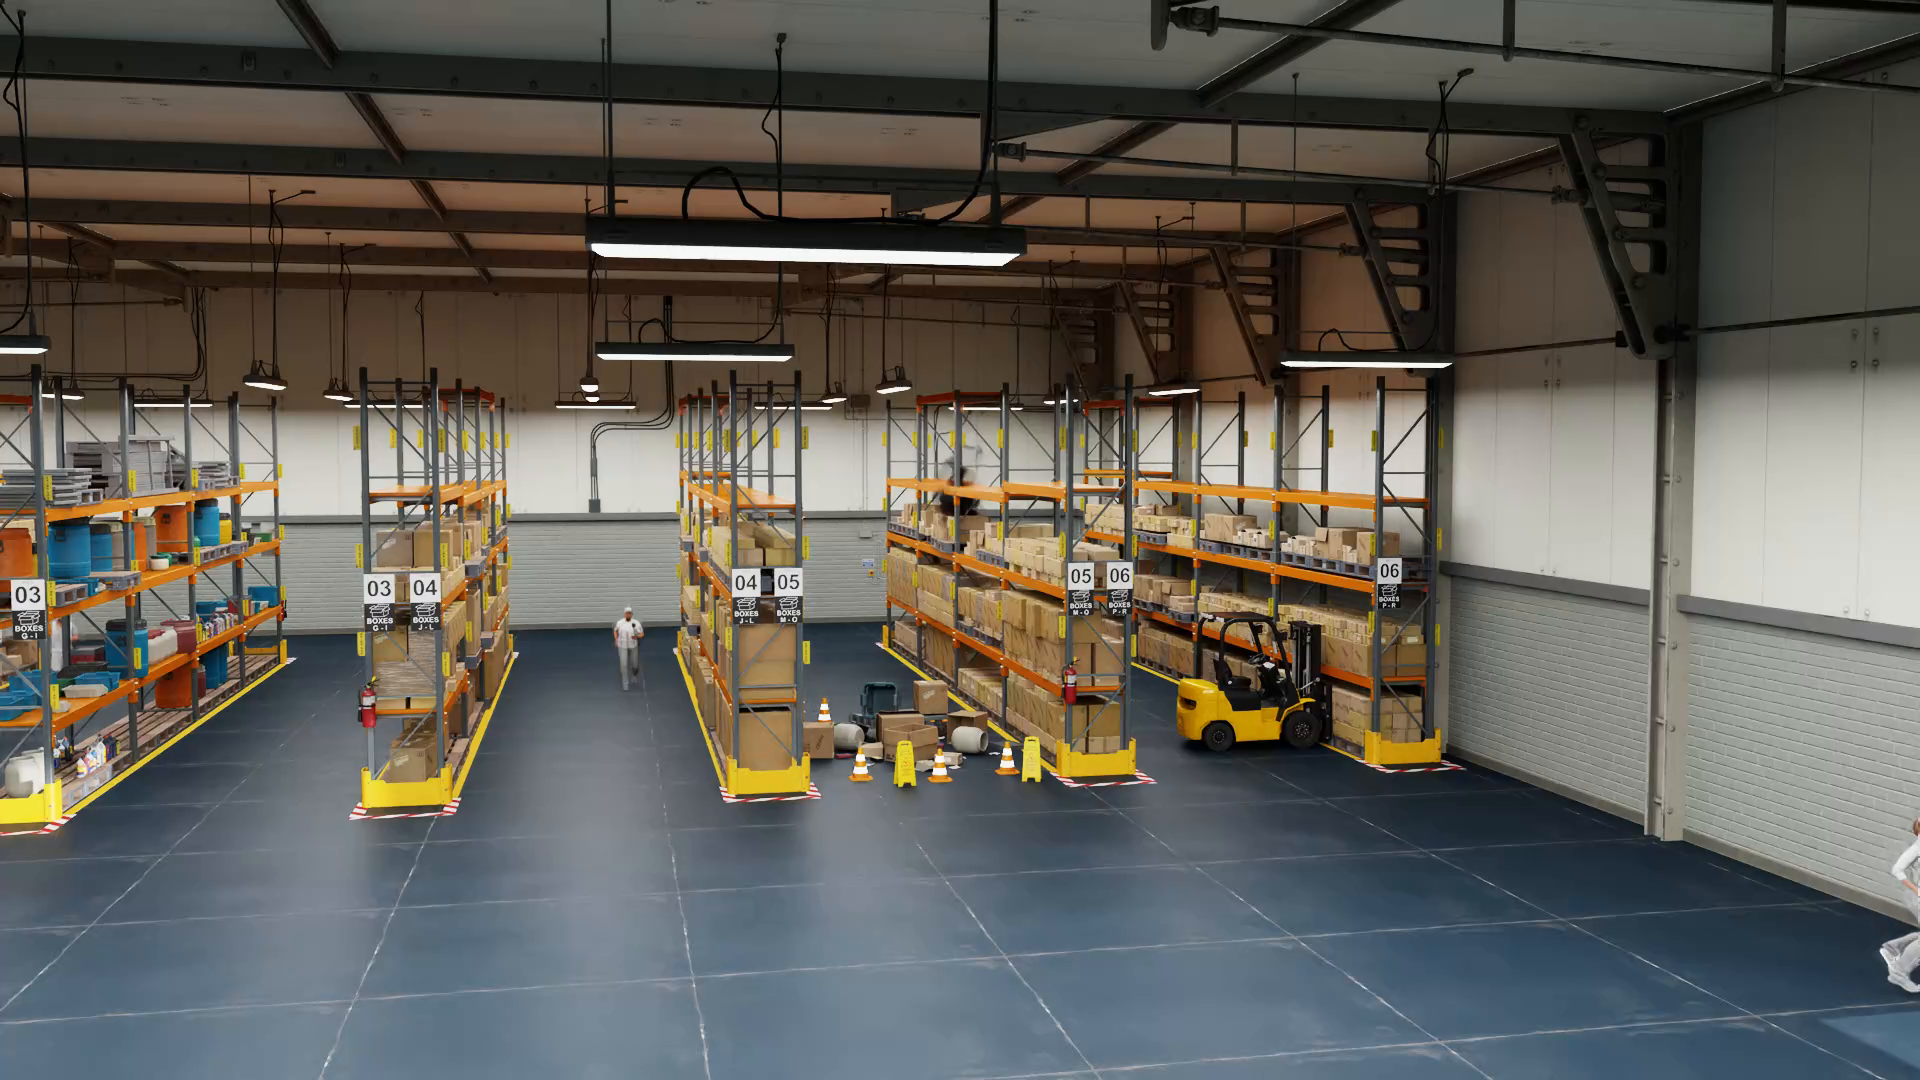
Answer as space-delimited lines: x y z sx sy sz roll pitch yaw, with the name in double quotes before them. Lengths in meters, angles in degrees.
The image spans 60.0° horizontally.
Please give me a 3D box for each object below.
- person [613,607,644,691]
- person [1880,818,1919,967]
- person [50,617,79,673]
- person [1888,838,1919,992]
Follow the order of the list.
"person" -6.705 2.178 33.614 0.619 1.637 0.862 -1 3 -9
"person" 8.773 3.303 15.181 0.557 1.585 0.731 -2 4 -36
"person" -17.338 2.202 32.063 0.642 1.828 0.747 -2 4 -27
"person" 8.715 3.244 14.774 0.787 1.831 0.676 3 5 42
